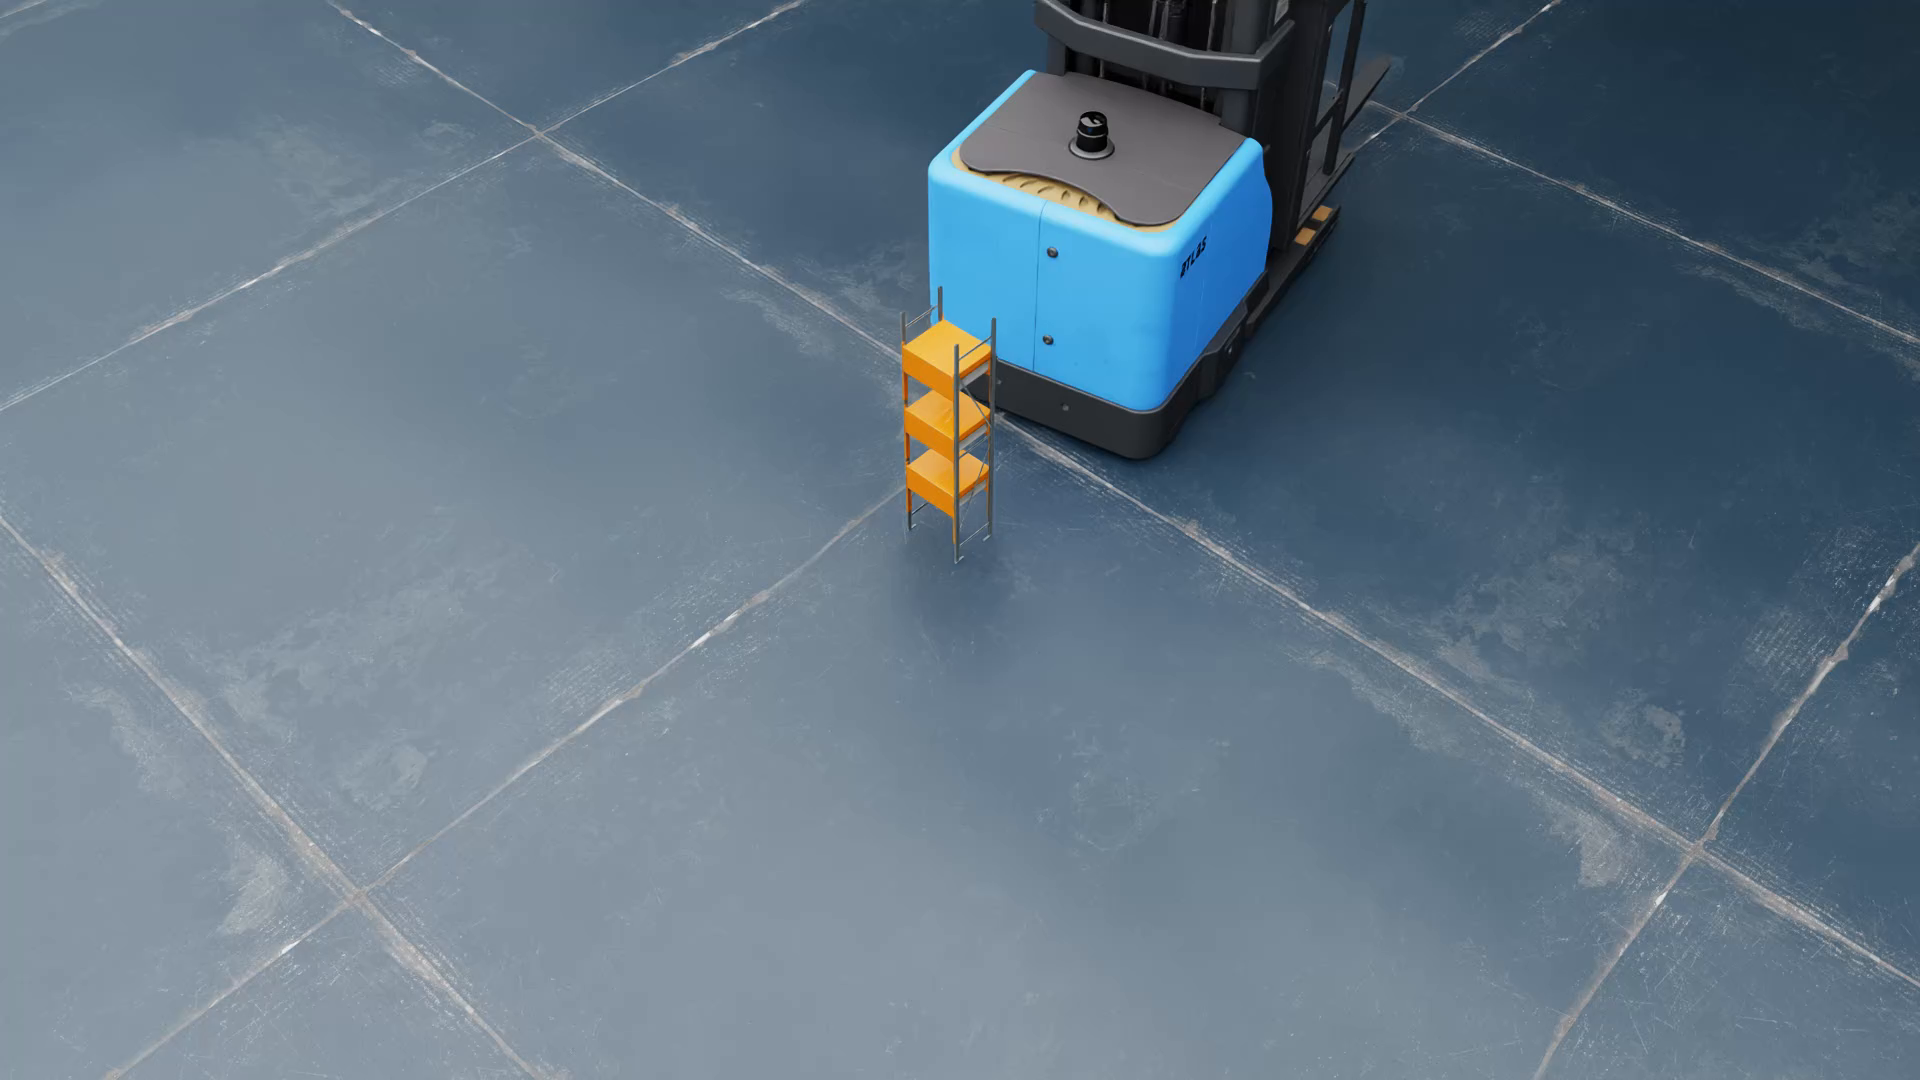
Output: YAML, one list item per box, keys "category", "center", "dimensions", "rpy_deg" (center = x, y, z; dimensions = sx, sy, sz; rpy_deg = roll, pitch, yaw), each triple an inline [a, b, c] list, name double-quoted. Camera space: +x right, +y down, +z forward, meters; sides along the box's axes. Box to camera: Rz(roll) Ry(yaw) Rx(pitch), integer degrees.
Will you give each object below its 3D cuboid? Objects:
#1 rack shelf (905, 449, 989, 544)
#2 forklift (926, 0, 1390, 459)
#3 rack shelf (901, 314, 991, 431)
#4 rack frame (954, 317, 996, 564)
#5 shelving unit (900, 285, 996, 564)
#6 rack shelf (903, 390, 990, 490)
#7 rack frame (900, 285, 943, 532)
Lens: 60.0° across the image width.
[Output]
- category: "rack shelf"
  center: [-0.039, -0.188, 6.102]
  dimensions: [0.240, 0.259, 0.215]
  rpy_deg: [34, 55, 28]
- category: "forklift"
  center: [1.050, -2.383, 6.477]
  dimensions: [1.130, 2.935, 3.031]
  rpy_deg: [23, 51, 20]
- category: "rack shelf"
  center: [-0.039, -0.573, 5.693]
  dimensions: [0.240, 0.259, 0.215]
  rpy_deg: [34, 55, 28]
- category: "rack frame"
  center: [0.050, -0.325, 5.835]
  dimensions: [0.008, 1.050, 0.200]
  rpy_deg: [34, 55, 28]
- category: "shelving unit"
  center: [-0.039, -0.386, 5.892]
  dimensions: [0.252, 1.050, 0.215]
  rpy_deg: [34, 55, 28]
- category: "rack shelf"
  center: [-0.039, -0.379, 5.900]
  dimensions: [0.240, 0.259, 0.215]
  rpy_deg: [34, 55, 28]
- category: "rack frame"
  center: [-0.129, -0.446, 5.949]
  dimensions: [0.008, 1.050, 0.200]
  rpy_deg: [34, 55, 28]
